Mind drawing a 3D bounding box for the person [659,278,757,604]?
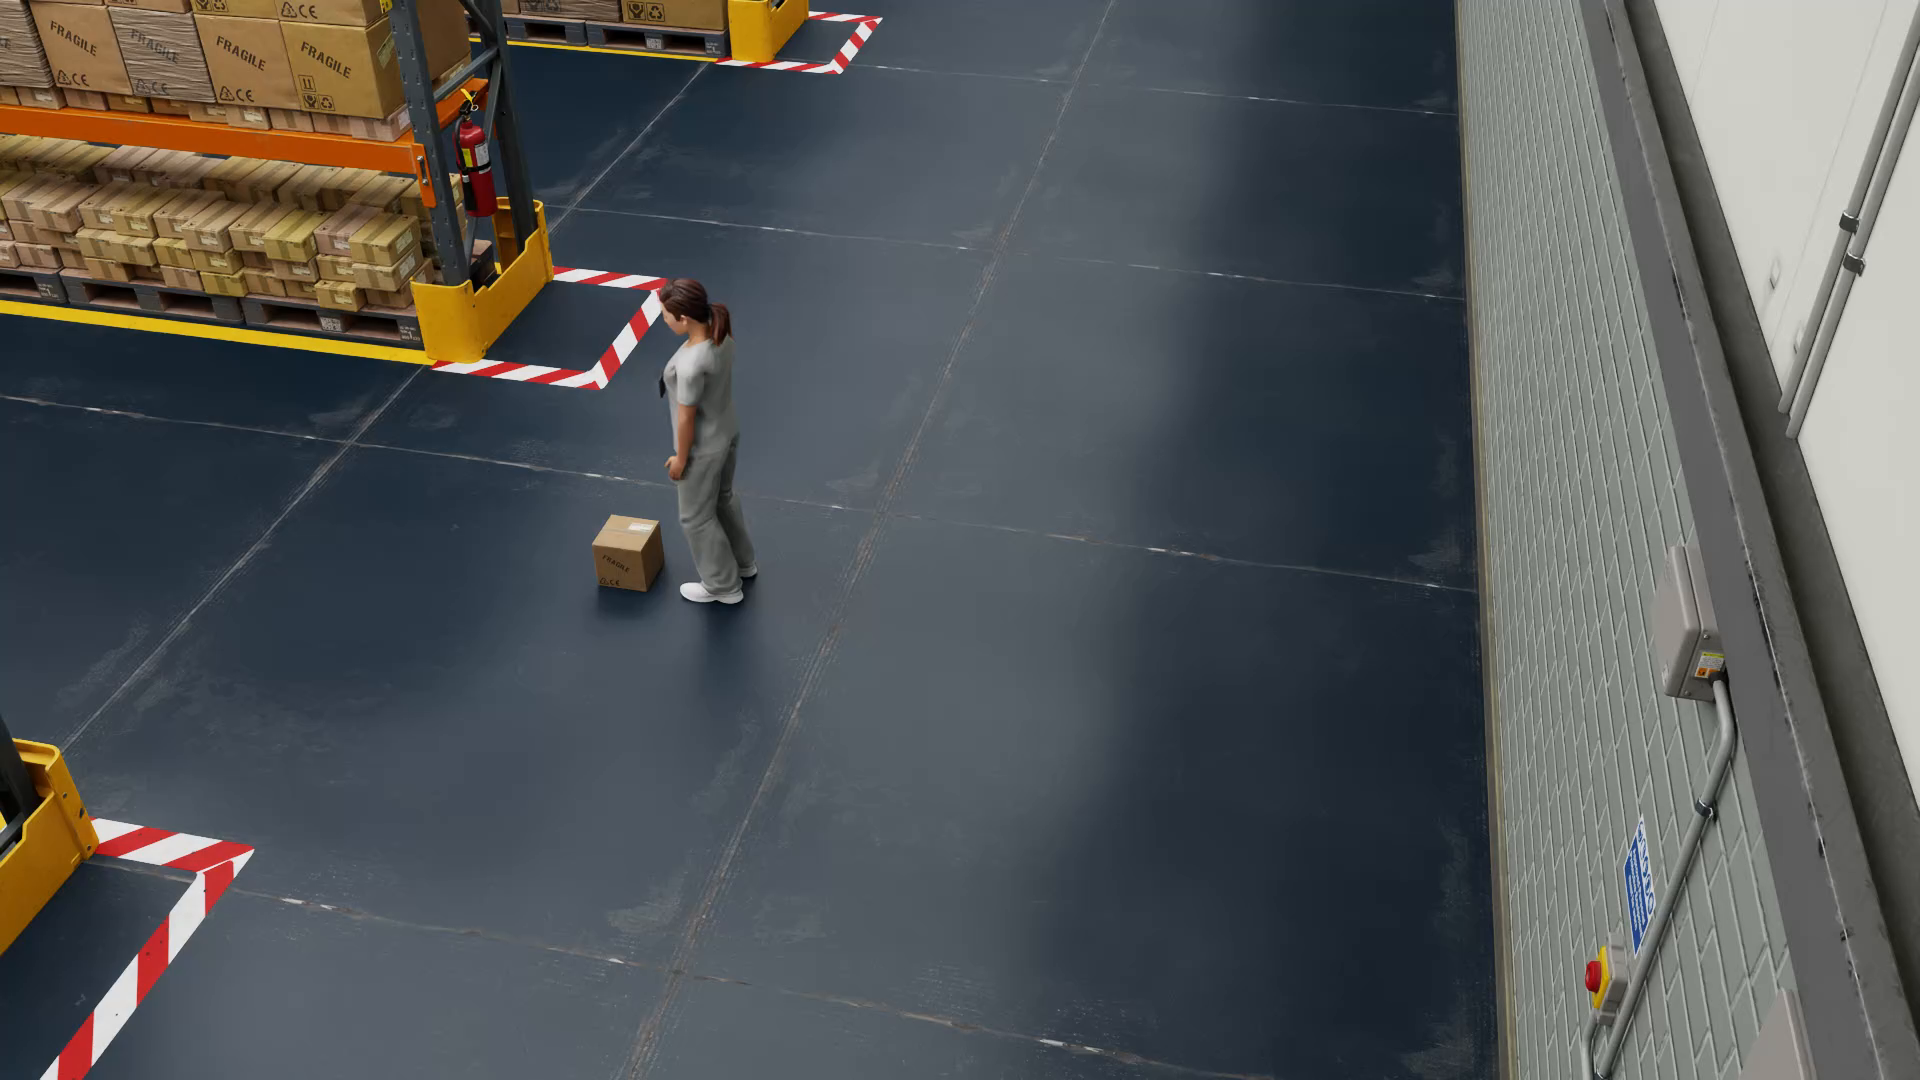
[{"bbox_3d":[-1.150,-0.436,7.558,0.362,1.671,0.443,8,37,11],"label":"person"}]
